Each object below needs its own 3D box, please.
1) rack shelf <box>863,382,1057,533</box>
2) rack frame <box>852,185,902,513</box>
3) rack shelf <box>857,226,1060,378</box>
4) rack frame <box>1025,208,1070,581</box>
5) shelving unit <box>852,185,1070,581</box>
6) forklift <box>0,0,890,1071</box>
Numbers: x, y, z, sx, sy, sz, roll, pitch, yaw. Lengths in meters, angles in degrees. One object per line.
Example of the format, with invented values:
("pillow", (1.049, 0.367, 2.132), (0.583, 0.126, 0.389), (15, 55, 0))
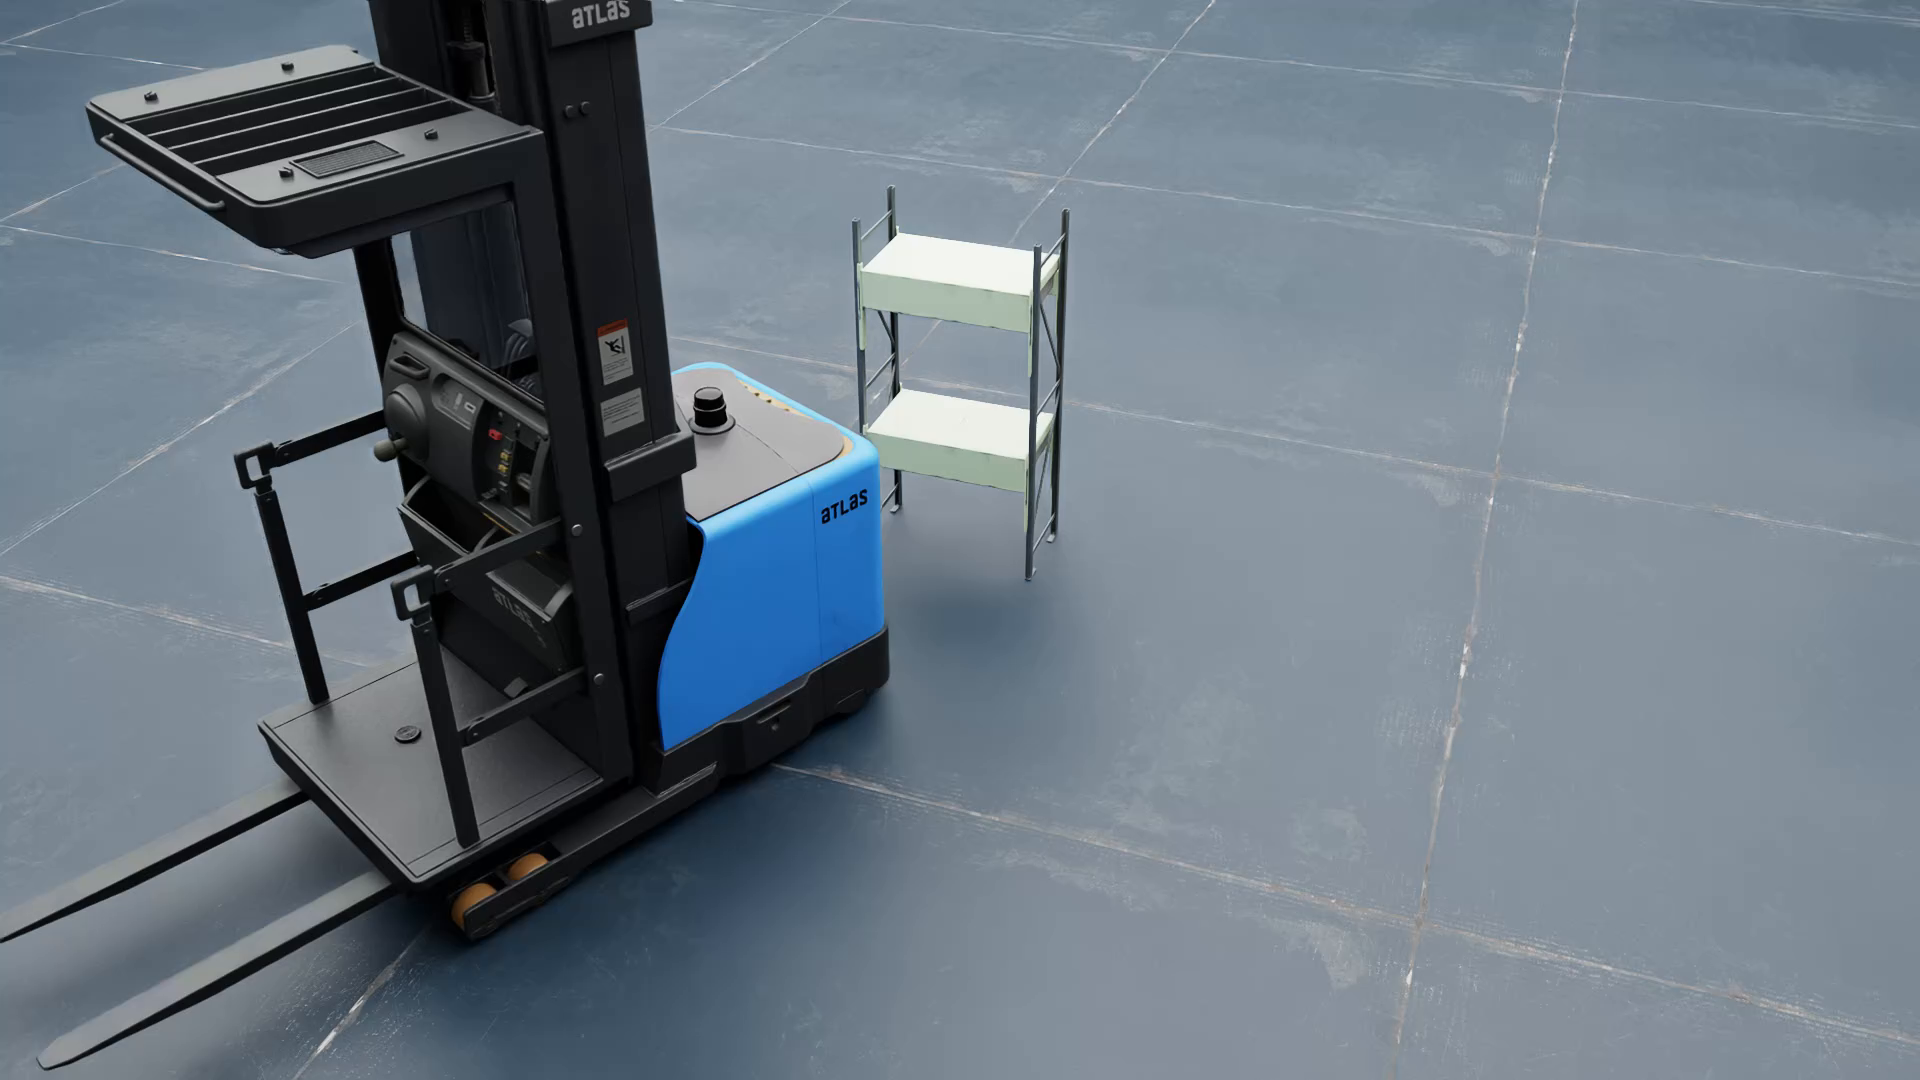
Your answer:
("rack shelf", (0.006, -0.355, 7.018), (0.720, 0.370, 0.431), (11, 34, 16))
("rack frame", (-0.338, -0.696, 6.945), (0.023, 1.500, 0.400), (11, 34, 16))
("rack shelf", (0.006, -0.957, 6.630), (0.720, 0.370, 0.431), (11, 34, 16))
("rack frame", (0.351, -0.562, 6.738), (0.023, 1.500, 0.400), (11, 34, 16))
("shelving unit", (0.006, -0.629, 6.841), (0.755, 1.500, 0.431), (11, 34, 16))
("forklift", (-1.673, -0.287, 4.993), (3.031, 2.935, 1.130), (-28, 42, -36))
